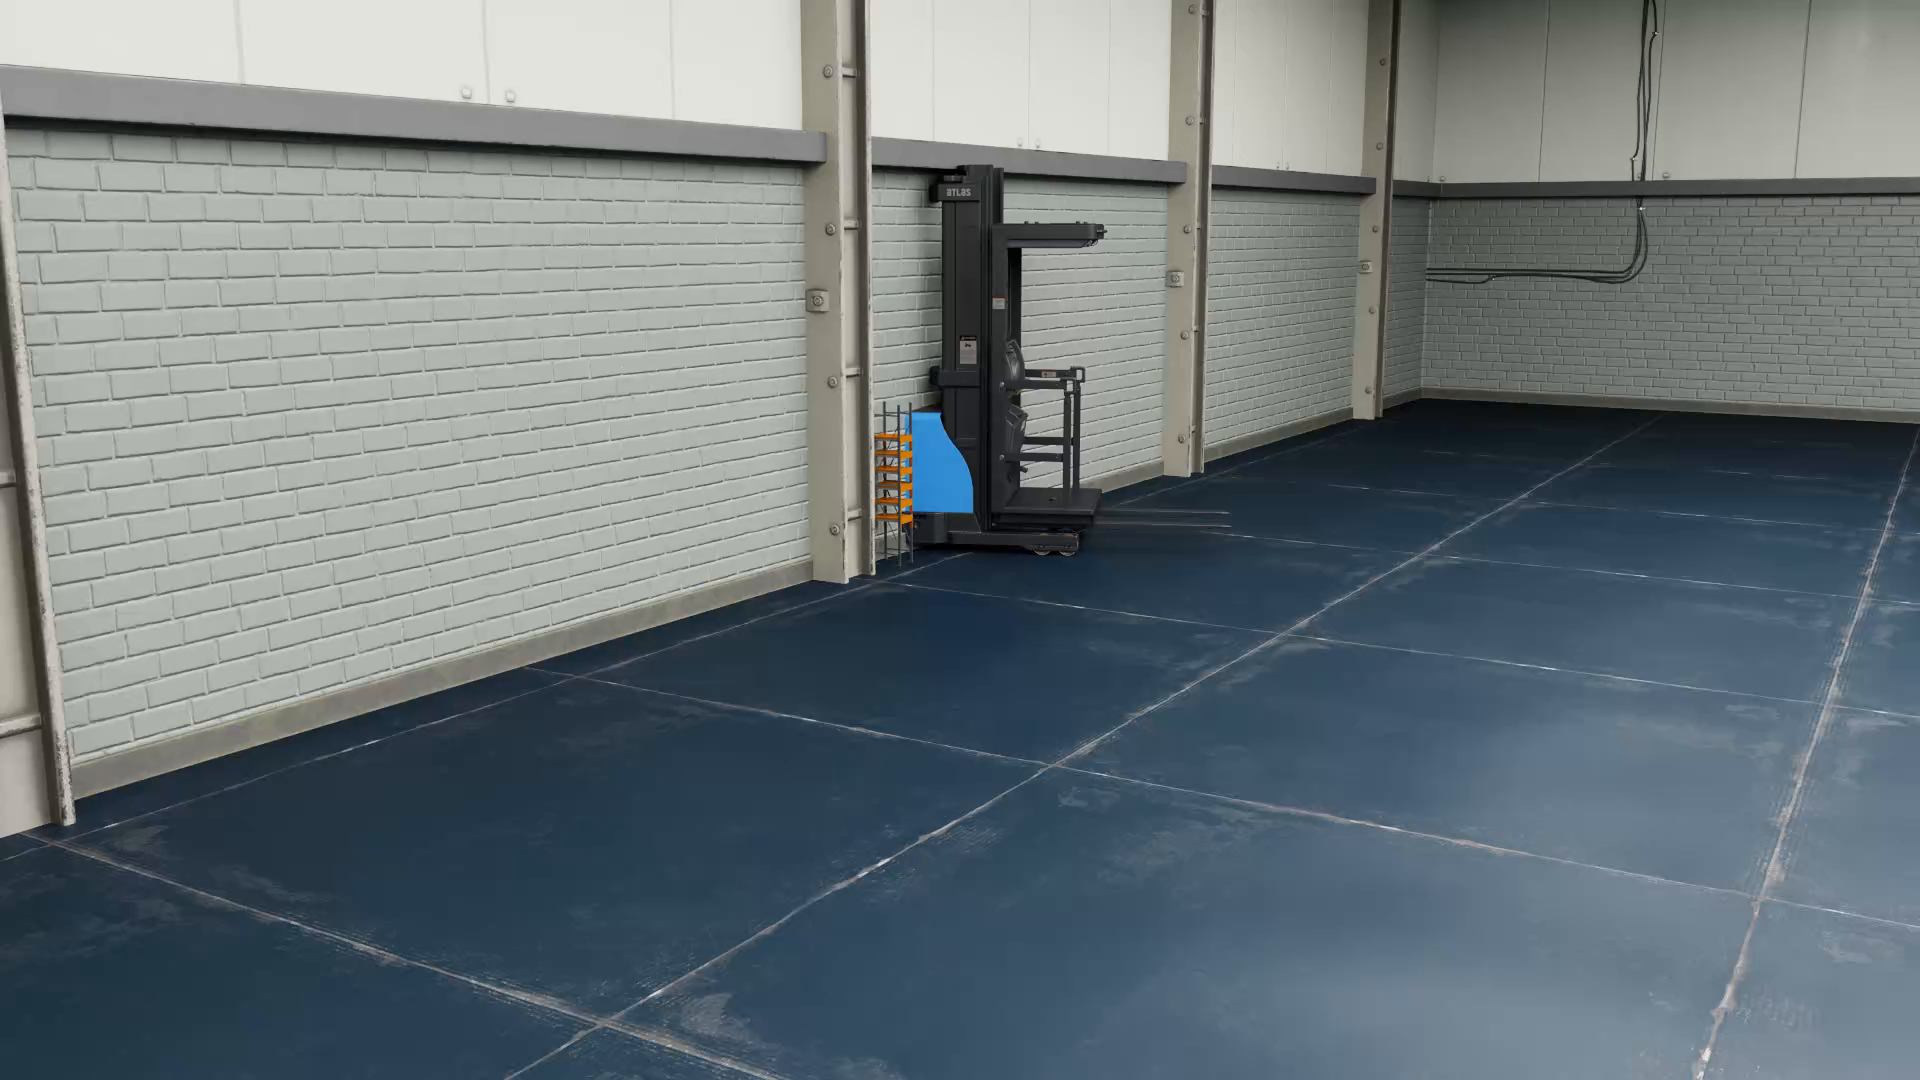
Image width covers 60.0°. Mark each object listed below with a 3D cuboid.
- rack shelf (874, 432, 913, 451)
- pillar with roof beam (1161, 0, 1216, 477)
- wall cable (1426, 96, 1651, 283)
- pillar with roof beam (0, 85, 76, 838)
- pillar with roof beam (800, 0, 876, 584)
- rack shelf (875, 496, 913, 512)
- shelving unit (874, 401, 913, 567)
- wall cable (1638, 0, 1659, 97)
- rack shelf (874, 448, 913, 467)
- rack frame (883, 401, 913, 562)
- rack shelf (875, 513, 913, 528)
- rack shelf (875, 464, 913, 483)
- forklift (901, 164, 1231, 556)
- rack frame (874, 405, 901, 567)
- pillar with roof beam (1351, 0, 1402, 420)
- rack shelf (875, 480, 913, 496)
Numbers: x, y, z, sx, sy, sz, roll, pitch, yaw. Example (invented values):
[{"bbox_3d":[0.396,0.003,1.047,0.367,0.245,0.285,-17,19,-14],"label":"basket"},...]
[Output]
[{"bbox_3d":[-0.504,-0.728,12.283,0.258,0.103,0.180,5,12,26],"label":"rack shelf"},{"bbox_3d":[5.951,-4.693,13.980,9.100,9.000,0.400,6,12,31],"label":"pillar with roof beam"},{"bbox_3d":[8.047,-4.858,23.303,3.097,2.526,0.112,6,12,31],"label":"wall cable"},{"bbox_3d":[-0.279,-2.805,3.899,9.100,9.000,0.400,6,12,31],"label":"pillar with roof beam"},{"bbox_3d":[2.836,-3.749,8.940,9.100,9.000,0.400,6,12,31],"label":"pillar with roof beam"},{"bbox_3d":[-0.504,-0.256,12.371,0.258,0.103,0.180,5,12,26],"label":"rack shelf"},{"bbox_3d":[-0.504,-0.418,12.341,0.258,1.200,0.189,5,12,26],"label":"shelving unit"},{"bbox_3d":[10.359,-7.082,21.458,3.097,2.526,0.112,6,12,31],"label":"wall cable"},{"bbox_3d":[-0.504,-0.610,12.305,0.258,0.103,0.180,5,12,26],"label":"rack shelf"},{"bbox_3d":[-0.463,-0.433,12.421,0.240,1.200,0.006,5,12,26],"label":"rack frame"},{"bbox_3d":[-0.504,-0.138,12.393,0.258,0.103,0.180,5,12,26],"label":"rack shelf"},{"bbox_3d":[-0.504,-0.492,12.327,0.258,0.103,0.180,5,12,26],"label":"rack shelf"},{"bbox_3d":[0.620,-1.424,13.011,3.031,2.935,1.130,2,11,8],"label":"forklift"},{"bbox_3d":[-0.545,-0.403,12.260,0.240,1.200,0.006,5,12,26],"label":"rack frame"},{"bbox_3d":[9.066,-5.636,19.021,9.100,9.000,0.400,6,12,31],"label":"pillar with roof beam"},{"bbox_3d":[-0.504,-0.374,12.349,0.258,0.103,0.180,5,12,26],"label":"rack shelf"}]
